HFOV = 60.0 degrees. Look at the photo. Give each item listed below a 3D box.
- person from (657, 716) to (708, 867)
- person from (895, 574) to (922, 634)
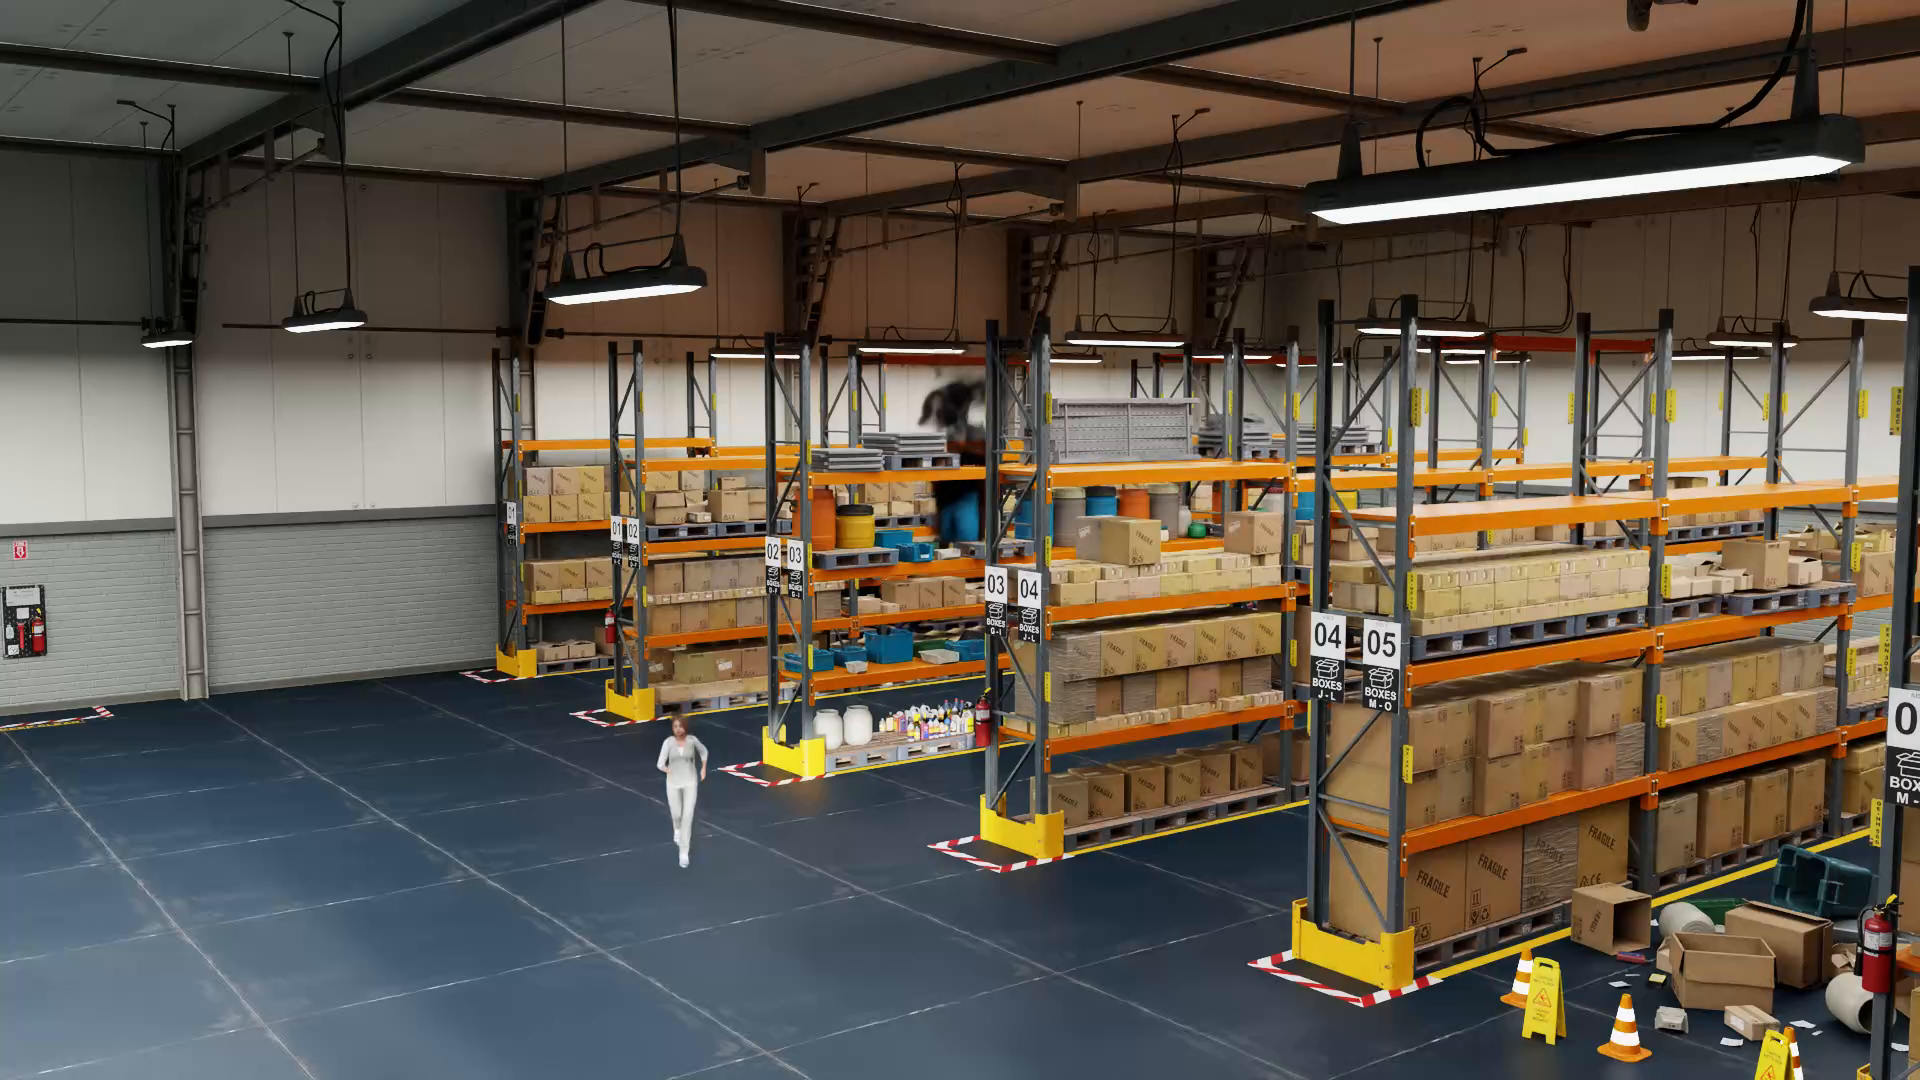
[{"bbox_3d":[-3.088,2.752,18.541,0.553,1.589,0.884,-1,5,-7],"label":"person"},{"bbox_3d":[-0.984,1.483,32.904,0.740,1.707,0.574,-5,7,-42],"label":"person"}]
